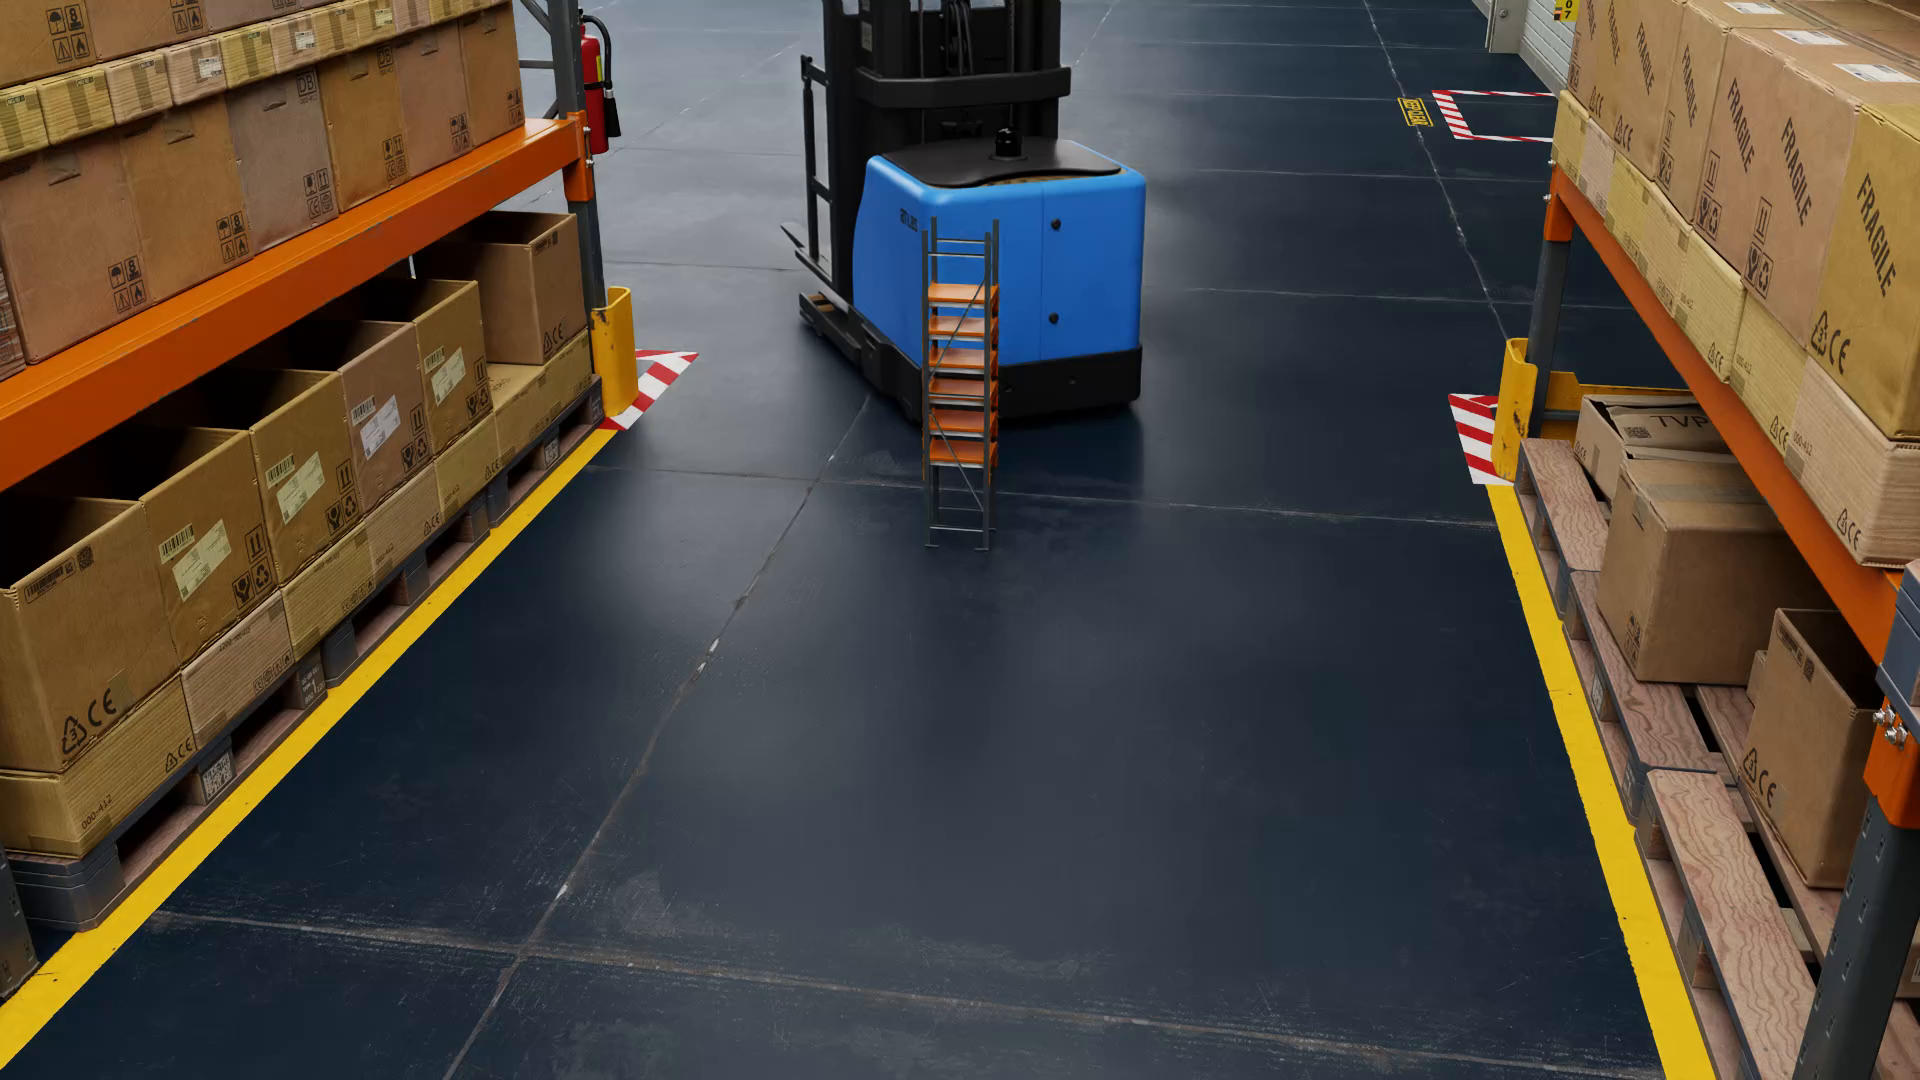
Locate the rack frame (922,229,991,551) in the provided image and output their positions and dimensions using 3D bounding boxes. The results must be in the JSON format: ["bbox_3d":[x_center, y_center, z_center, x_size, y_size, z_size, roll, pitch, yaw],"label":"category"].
[{"bbox_3d":[-0.013,-0.511,5.927,0.240,1.200,0.006,4,25,9],"label":"rack frame"}]

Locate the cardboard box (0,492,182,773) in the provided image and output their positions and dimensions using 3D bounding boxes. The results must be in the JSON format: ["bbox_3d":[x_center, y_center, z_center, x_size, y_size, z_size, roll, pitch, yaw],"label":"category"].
[{"bbox_3d":[-2.348,0.213,4.121,0.500,0.500,0.500,4,25,9],"label":"cardboard box"}]

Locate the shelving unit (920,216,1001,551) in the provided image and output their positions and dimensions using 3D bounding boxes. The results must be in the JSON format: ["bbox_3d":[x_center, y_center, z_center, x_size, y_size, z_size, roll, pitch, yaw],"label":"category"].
[{"bbox_3d":[0.002,-0.549,6.009,0.258,1.200,0.189,4,25,9],"label":"shelving unit"}]

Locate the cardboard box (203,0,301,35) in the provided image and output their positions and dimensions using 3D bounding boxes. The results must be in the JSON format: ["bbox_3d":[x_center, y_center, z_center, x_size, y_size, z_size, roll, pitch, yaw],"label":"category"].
[{"bbox_3d":[-2.420,-1.779,4.864,0.700,0.500,0.500,4,25,9],"label":"cardboard box"}]

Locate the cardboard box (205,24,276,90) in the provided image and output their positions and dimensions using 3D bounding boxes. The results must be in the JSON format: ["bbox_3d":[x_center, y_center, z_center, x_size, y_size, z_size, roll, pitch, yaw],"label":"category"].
[{"bbox_3d":[-2.248,-1.417,4.855,0.380,0.149,0.250,4,25,8],"label":"cardboard box"}]

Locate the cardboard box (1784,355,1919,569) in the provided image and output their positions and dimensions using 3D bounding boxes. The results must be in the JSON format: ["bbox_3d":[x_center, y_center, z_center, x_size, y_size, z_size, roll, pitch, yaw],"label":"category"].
[{"bbox_3d":[1.934,-0.149,3.183,0.500,0.250,0.500,4,25,9],"label":"cardboard box"}]

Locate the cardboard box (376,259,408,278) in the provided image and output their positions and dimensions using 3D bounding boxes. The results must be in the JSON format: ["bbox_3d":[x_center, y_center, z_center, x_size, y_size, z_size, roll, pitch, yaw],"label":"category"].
[{"bbox_3d":[-2.466,-0.870,6.433,0.500,0.500,0.500,4,25,9],"label":"cardboard box"}]

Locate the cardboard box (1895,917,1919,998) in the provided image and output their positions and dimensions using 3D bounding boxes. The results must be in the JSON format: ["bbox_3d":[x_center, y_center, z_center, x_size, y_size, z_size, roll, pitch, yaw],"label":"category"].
[{"bbox_3d":[2.213,0.869,3.678,0.380,0.166,0.250,1,25,2],"label":"cardboard box"}]

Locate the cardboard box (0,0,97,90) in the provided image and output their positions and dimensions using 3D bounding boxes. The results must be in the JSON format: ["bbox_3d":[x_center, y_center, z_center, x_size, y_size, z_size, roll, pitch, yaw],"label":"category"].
[{"bbox_3d":[-2.585,-1.361,3.970,0.700,0.500,0.500,4,25,8],"label":"cardboard box"}]

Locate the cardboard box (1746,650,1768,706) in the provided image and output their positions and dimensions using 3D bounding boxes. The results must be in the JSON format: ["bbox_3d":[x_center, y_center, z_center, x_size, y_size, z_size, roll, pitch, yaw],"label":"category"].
[{"bbox_3d":[2.436,0.436,4.625,0.380,0.149,0.250,2,25,4],"label":"cardboard box"}]

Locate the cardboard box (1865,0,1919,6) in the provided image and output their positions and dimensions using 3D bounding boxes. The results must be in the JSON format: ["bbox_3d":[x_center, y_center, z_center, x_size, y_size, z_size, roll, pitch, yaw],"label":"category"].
[{"bbox_3d":[2.769,-1.304,4.767,0.500,0.500,0.500,3,25,7],"label":"cardboard box"}]

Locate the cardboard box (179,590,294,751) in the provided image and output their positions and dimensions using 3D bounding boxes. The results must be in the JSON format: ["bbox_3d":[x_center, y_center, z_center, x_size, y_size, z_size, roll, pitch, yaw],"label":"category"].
[{"bbox_3d":[-2.271,0.343,4.727,0.500,0.250,0.500,4,25,9],"label":"cardboard box"}]

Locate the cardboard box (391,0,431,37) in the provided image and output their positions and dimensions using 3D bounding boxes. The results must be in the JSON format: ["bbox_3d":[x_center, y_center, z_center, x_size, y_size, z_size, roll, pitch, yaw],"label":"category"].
[{"bbox_3d":[-2.080,-1.848,5.776,0.380,0.149,0.250,4,25,9],"label":"cardboard box"}]

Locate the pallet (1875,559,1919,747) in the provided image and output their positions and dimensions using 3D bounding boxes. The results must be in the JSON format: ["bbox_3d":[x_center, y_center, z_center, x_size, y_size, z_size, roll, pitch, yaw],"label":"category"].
[{"bbox_3d":[1.887,0.408,2.067,1.003,0.211,1.213,4,25,9],"label":"pallet"}]

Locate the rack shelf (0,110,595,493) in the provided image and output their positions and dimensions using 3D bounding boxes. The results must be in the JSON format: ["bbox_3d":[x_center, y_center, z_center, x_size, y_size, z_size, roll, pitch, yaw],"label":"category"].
[{"bbox_3d":[-2.406,-0.841,5.357,1.077,0.370,4.000,4,25,9],"label":"rack shelf"}]

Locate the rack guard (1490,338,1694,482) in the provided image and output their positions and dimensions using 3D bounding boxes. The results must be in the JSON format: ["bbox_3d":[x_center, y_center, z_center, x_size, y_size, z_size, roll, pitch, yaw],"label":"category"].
[{"bbox_3d":[2.797,-0.498,6.724,1.175,0.500,0.348,4,25,9],"label":"rack guard"}]

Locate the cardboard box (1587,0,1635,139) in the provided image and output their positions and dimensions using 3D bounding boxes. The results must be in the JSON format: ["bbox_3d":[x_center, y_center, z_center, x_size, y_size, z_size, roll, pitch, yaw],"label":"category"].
[{"bbox_3d":[2.344,-1.558,5.308,0.500,0.500,0.500,4,25,9],"label":"cardboard box"}]

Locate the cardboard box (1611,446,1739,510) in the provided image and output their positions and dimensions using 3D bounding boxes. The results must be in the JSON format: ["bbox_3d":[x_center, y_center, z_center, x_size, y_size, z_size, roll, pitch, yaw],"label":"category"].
[{"bbox_3d":[2.514,-0.122,5.624,0.500,0.311,0.500,6,26,13],"label":"cardboard box"}]

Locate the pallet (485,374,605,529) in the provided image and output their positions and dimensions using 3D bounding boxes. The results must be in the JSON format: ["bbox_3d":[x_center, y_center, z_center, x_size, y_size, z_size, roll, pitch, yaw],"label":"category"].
[{"bbox_3d":[-2.162,-0.418,6.893,1.003,0.211,1.213,4,25,9],"label":"pallet"}]

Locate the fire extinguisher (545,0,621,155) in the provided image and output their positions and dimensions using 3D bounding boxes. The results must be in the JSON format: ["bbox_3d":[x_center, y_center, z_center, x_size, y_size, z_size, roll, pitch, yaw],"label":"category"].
[{"bbox_3d":[-1.601,-1.986,7.045,0.296,0.674,0.183,4,25,9],"label":"fire extinguisher"}]

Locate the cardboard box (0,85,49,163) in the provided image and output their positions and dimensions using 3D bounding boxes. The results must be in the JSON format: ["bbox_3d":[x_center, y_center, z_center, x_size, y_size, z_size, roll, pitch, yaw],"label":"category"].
[{"bbox_3d":[-2.416,-0.982,3.926,0.380,0.149,0.250,3,25,7],"label":"cardboard box"}]

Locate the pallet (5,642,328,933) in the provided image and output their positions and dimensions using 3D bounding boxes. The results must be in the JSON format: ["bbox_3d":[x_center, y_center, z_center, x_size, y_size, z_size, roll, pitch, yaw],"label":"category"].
[{"bbox_3d":[-2.561,0.603,4.713,1.003,0.211,1.213,4,25,9],"label":"pallet"}]

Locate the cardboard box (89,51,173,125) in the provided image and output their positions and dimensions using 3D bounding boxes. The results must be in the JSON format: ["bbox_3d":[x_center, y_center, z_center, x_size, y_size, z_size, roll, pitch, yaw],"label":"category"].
[{"bbox_3d":[-2.332,-1.196,4.383,0.380,0.149,0.250,3,25,7],"label":"cardboard box"}]

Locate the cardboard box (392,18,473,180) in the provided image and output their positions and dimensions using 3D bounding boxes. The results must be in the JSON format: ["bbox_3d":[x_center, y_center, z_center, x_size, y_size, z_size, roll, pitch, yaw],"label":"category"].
[{"bbox_3d":[-2.249,-1.634,6.085,0.700,0.500,0.500,5,25,10],"label":"cardboard box"}]

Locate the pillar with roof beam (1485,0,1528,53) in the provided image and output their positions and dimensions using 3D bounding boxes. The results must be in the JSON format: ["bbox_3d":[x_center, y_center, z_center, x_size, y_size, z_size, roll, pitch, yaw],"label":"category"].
[{"bbox_3d":[1.262,-9.343,15.596,9.100,9.000,0.400,4,25,9],"label":"pillar with roof beam"}]

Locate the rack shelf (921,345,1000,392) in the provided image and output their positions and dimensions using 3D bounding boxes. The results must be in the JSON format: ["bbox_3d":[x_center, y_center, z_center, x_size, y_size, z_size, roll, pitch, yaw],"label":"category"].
[{"bbox_3d":[0.002,-0.618,5.977,0.258,0.103,0.180,4,25,9],"label":"rack shelf"}]

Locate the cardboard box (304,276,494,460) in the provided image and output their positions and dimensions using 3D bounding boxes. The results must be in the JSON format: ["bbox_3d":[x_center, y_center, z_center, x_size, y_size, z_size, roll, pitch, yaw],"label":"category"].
[{"bbox_3d":[-2.022,-0.624,5.908,0.500,0.500,0.500,4,25,9],"label":"cardboard box"}]

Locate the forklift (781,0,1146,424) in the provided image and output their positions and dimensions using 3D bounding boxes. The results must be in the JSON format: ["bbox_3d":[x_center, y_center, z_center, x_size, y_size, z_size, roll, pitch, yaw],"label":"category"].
[{"bbox_3d":[-0.187,-2.412,7.946,1.130,2.935,3.031,-9,27,-19],"label":"forklift"}]

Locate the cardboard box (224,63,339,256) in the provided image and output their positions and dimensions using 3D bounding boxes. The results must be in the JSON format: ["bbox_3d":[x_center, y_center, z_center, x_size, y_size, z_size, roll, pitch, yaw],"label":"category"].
[{"bbox_3d":[-2.418,-1.207,5.172,0.700,0.500,0.500,5,26,10],"label":"cardboard box"}]

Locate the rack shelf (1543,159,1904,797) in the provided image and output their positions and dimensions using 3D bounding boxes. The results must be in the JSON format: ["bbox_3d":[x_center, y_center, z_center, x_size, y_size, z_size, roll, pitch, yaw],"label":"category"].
[{"bbox_3d":[2.482,-0.499,4.627,1.077,0.370,4.000,4,25,9],"label":"rack shelf"}]

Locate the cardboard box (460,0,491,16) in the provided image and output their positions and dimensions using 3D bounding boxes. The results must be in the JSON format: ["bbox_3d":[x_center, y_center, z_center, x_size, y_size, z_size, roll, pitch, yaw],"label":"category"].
[{"bbox_3d":[-1.995,-2.060,6.229,0.380,0.149,0.250,5,25,10],"label":"cardboard box"}]

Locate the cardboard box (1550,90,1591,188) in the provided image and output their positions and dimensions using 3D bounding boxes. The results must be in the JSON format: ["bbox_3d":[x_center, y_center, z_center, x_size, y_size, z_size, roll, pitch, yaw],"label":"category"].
[{"bbox_3d":[2.416,-1.421,5.900,0.500,0.250,0.500,3,25,7],"label":"cardboard box"}]

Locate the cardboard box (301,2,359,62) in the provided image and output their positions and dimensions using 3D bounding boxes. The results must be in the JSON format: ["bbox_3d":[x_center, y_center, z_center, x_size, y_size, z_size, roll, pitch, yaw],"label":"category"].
[{"bbox_3d":[-2.163,-1.628,5.306,0.380,0.149,0.250,5,25,10],"label":"cardboard box"}]

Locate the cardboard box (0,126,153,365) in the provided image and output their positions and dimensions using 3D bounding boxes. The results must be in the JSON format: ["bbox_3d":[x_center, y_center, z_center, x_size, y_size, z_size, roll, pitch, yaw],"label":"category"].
[{"bbox_3d":[-2.586,-0.783,4.266,0.700,0.500,0.500,4,25,8],"label":"cardboard box"}]

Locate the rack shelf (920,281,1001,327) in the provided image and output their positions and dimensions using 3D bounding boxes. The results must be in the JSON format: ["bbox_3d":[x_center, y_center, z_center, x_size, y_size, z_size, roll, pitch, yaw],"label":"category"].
[{"bbox_3d":[0.002,-0.835,5.875,0.258,0.103,0.180,4,25,9],"label":"rack shelf"}]

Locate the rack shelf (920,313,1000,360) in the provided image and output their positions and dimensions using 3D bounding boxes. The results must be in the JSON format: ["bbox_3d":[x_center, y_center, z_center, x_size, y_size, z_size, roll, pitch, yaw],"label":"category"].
[{"bbox_3d":[0.002,-0.727,5.926,0.258,0.103,0.180,4,25,9],"label":"rack shelf"}]

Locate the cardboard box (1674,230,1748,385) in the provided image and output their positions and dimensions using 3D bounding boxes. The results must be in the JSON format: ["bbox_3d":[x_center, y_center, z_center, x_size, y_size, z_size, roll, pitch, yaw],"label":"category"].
[{"bbox_3d":[2.090,-0.568,4.079,0.500,0.250,0.500,4,25,8],"label":"cardboard box"}]

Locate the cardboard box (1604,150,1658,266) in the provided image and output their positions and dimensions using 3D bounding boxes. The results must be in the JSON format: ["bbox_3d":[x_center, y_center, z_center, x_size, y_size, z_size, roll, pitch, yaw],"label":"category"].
[{"bbox_3d":[2.256,-0.990,4.980,0.500,0.250,0.500,4,25,8],"label":"cardboard box"}]

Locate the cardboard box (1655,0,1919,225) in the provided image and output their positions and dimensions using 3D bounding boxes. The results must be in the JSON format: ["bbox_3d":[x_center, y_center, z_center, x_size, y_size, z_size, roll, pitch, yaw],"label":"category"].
[{"bbox_3d":[2.181,-1.125,4.384,0.500,0.500,0.500,5,26,10],"label":"cardboard box"}]

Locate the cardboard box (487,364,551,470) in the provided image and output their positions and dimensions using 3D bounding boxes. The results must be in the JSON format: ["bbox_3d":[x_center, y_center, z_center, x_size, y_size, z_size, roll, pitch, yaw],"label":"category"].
[{"bbox_3d":[-1.945,-0.494,6.514,0.500,0.250,0.500,4,25,9],"label":"cardboard box"}]

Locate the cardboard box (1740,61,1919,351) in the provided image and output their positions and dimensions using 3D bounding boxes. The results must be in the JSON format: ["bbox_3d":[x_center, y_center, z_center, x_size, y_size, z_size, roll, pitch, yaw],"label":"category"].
[{"bbox_3d":[2.003,-0.698,3.471,0.500,0.500,0.500,4,25,8],"label":"cardboard box"}]

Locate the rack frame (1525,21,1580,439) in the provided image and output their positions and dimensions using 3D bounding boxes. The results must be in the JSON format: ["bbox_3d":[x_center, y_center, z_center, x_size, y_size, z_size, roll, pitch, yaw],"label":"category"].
[{"bbox_3d":[2.809,-1.662,6.262,1.000,3.000,0.127,4,25,9],"label":"rack frame"}]

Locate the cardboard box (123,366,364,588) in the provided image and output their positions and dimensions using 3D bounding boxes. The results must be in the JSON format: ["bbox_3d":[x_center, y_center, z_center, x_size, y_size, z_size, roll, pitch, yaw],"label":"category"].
[{"bbox_3d":[-2.184,-0.205,5.014,0.500,0.500,0.500,4,25,9],"label":"cardboard box"}]

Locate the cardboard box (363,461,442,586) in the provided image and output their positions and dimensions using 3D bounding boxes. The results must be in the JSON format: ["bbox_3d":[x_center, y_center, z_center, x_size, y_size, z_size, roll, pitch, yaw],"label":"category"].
[{"bbox_3d":[-2.108,-0.075,5.621,0.500,0.250,0.500,4,25,9],"label":"cardboard box"}]
